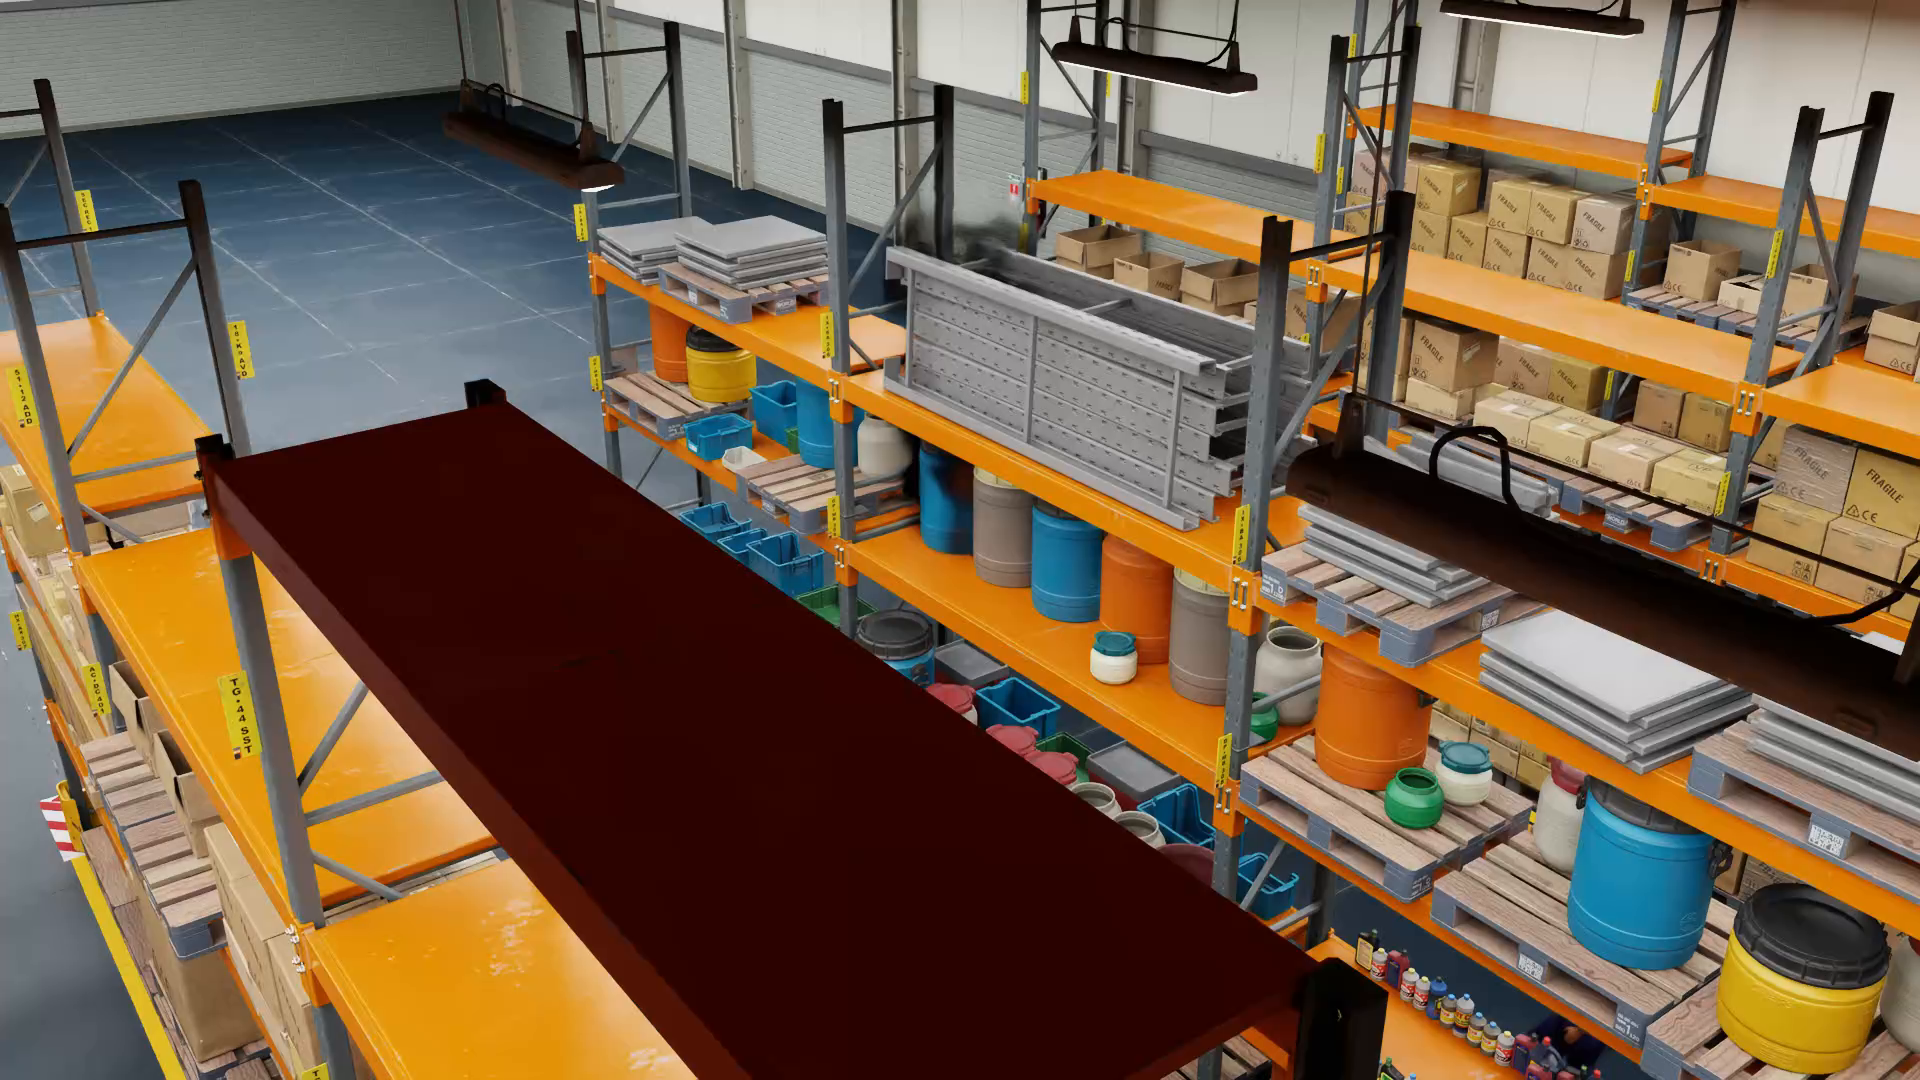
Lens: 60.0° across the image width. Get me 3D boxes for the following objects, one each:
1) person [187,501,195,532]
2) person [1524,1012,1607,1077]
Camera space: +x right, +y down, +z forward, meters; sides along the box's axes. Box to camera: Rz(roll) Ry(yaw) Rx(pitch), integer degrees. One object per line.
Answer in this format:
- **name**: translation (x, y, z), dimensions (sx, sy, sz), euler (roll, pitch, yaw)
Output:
- **person**: translation (-7.799, 0.073, 16.785), dimensions (0.672, 1.727, 0.695), euler (-5, 25, -11)
- **person**: translation (3.882, 3.039, 10.496), dimensions (0.605, 1.648, 0.645), euler (-18, 31, -34)
